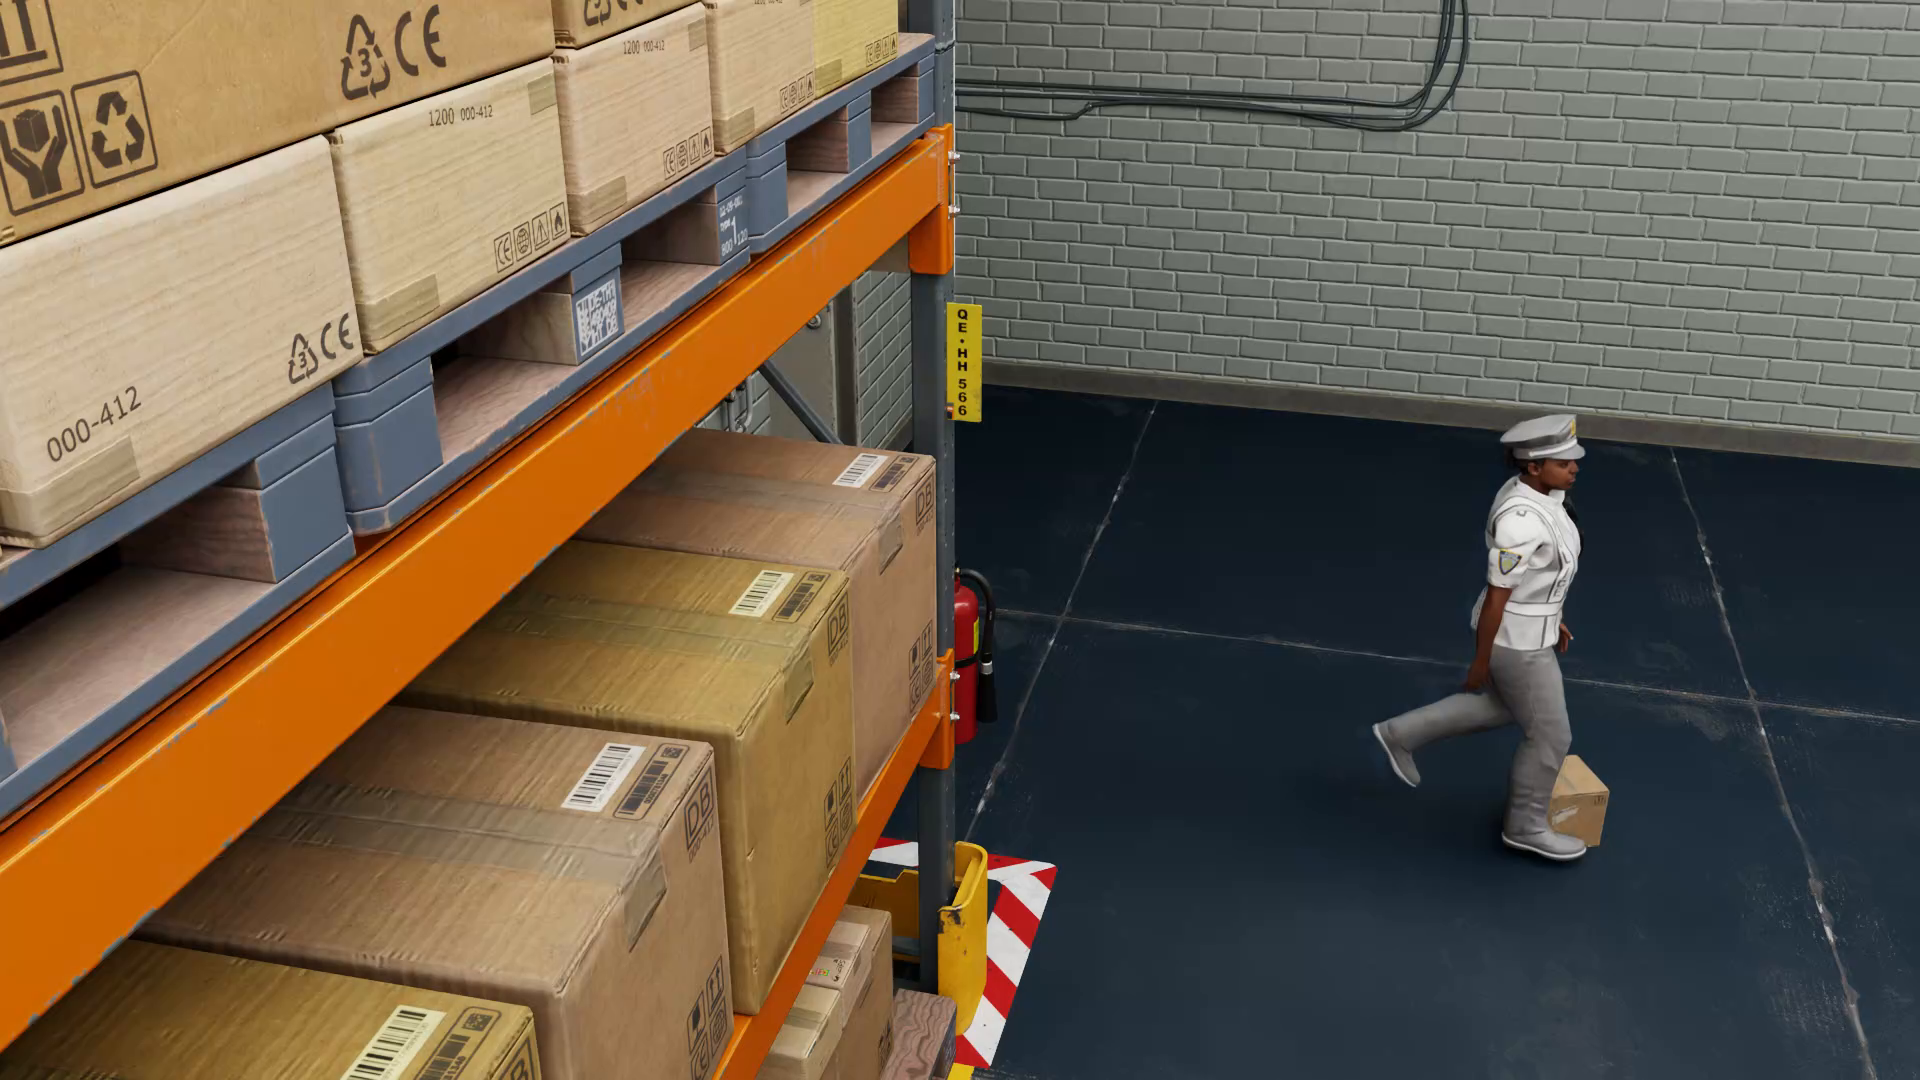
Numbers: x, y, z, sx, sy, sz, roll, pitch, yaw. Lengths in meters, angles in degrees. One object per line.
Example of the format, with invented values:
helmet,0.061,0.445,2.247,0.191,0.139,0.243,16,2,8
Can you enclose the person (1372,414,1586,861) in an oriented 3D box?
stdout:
person,4.515,2.770,0.555,9.857,1.806,9.553,9,27,19
